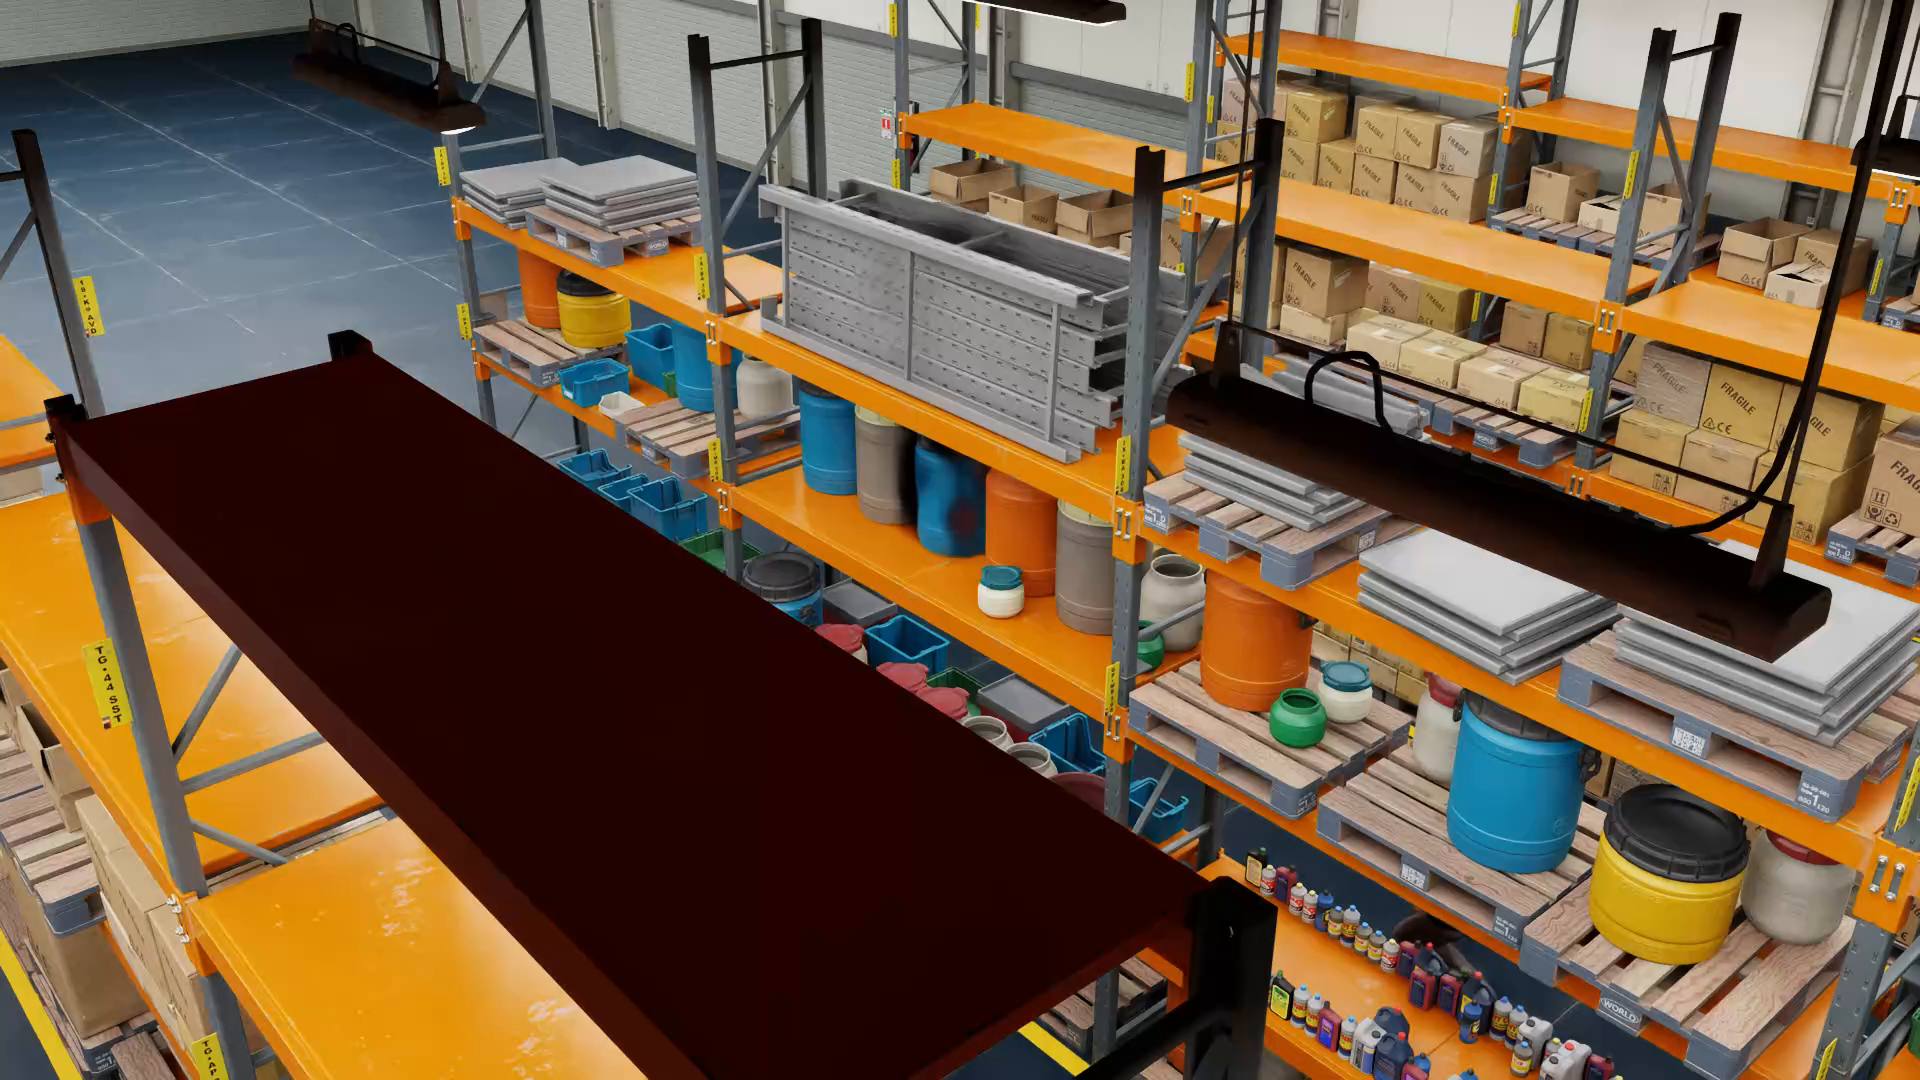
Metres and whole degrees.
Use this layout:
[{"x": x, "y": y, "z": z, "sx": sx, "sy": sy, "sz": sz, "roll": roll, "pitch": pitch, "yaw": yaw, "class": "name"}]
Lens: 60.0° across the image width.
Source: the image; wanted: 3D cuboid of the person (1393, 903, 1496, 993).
[{"x": 3.158, "y": 2.371, "z": 10.667, "sx": 0.675, "sy": 1.633, "sz": 0.673, "roll": 20, "pitch": 33, "yaw": 34, "class": "person"}]
